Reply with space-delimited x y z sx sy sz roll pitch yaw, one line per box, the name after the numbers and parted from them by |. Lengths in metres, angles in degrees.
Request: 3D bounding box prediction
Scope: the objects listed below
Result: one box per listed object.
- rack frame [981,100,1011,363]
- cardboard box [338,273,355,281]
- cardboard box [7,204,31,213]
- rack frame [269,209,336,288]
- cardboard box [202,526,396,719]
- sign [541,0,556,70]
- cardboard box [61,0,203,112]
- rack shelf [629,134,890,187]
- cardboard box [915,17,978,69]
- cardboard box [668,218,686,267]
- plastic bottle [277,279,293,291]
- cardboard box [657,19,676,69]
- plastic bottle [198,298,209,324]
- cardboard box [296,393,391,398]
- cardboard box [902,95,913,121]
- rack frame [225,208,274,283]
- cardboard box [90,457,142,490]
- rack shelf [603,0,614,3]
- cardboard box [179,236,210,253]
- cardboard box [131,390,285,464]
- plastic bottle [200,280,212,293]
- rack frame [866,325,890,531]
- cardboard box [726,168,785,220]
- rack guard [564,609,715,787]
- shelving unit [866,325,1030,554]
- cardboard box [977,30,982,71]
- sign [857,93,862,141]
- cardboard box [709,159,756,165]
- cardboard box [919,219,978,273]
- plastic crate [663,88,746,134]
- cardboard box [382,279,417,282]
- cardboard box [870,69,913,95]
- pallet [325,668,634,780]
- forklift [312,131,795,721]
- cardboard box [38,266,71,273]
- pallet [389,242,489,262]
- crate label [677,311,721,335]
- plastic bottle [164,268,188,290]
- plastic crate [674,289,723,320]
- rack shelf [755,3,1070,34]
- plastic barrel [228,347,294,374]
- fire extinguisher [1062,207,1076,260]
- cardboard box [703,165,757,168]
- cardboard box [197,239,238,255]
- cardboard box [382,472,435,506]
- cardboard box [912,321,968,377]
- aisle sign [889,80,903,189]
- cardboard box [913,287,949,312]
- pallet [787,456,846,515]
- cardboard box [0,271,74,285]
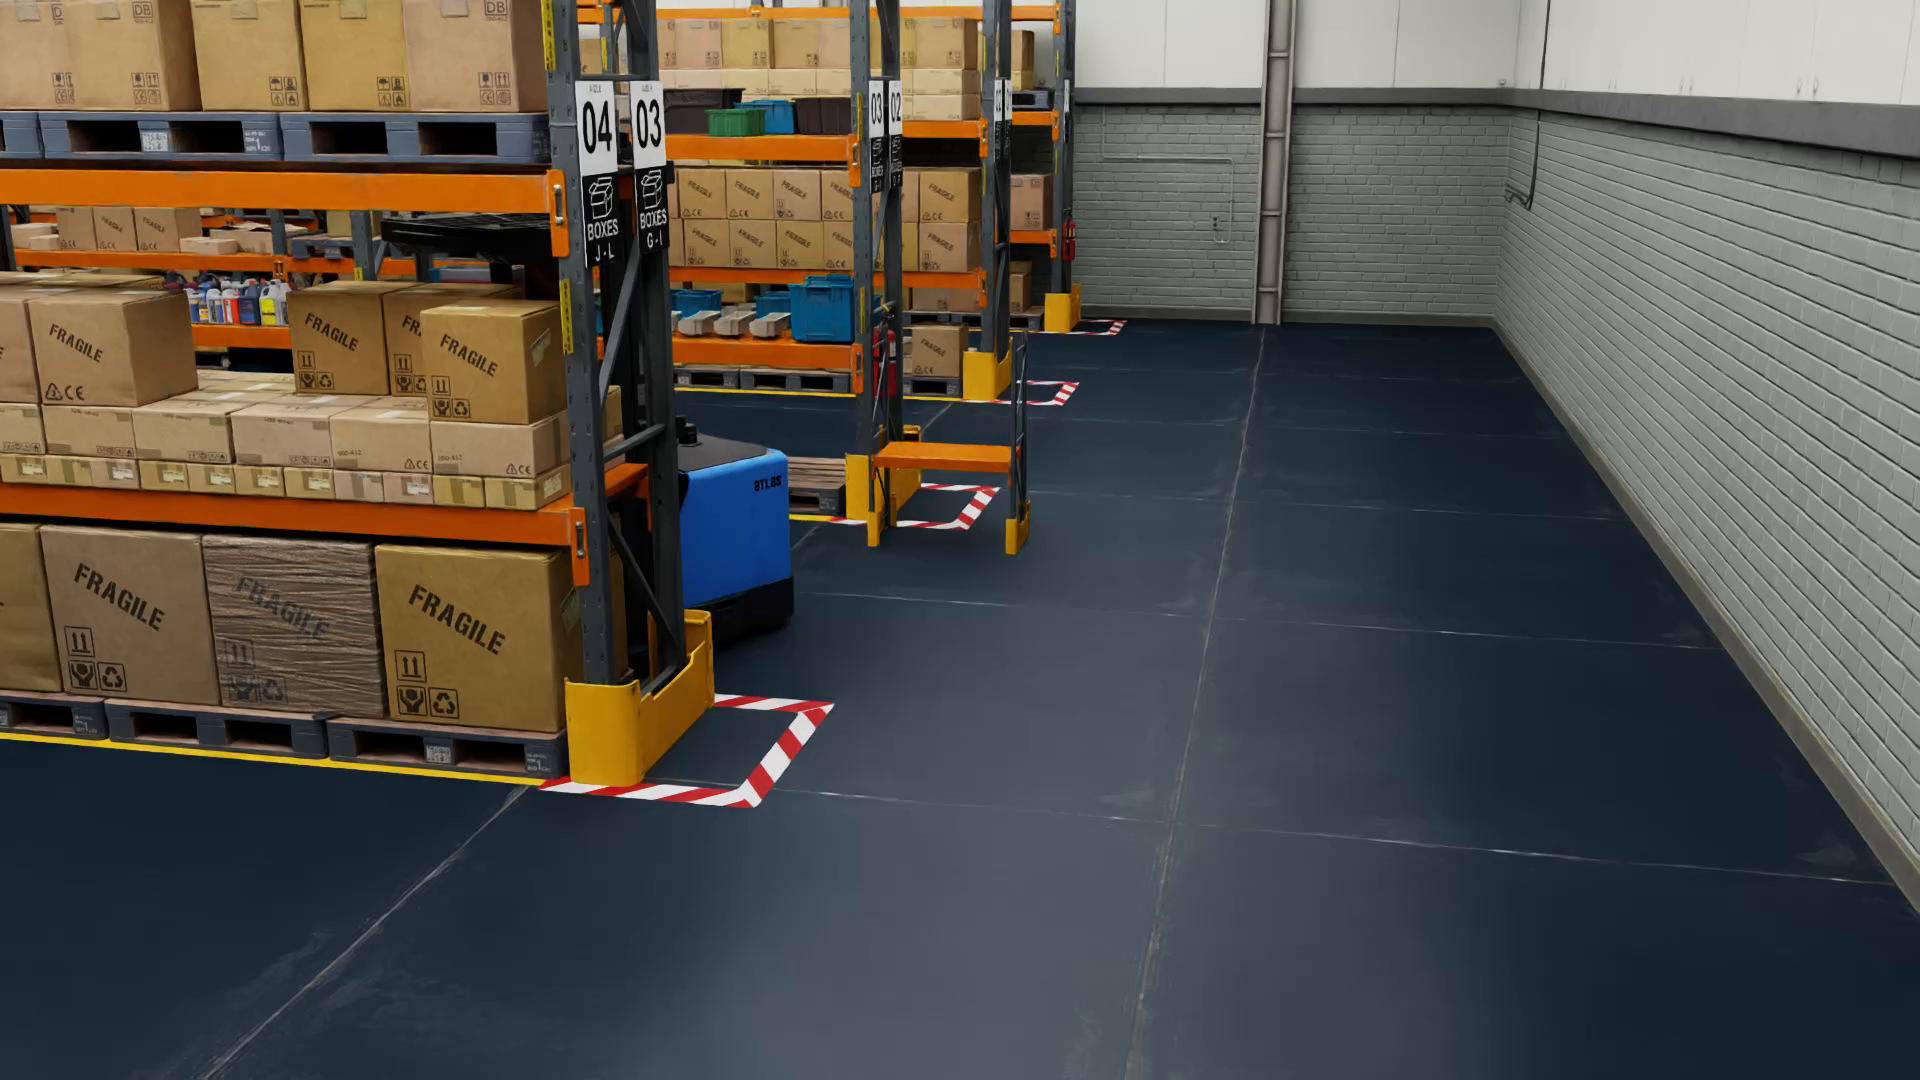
0.377 -3.037 17.336 0.127 3.000 1.000 3 16 11 | rack frame
-8.666 -3.892 24.281 0.500 0.500 0.700 3 16 12 | cardboard box
-13.904 -5.012 24.712 0.500 0.250 0.500 3 16 9 | cardboard box
-7.463 -3.462 18.873 0.127 3.000 1.000 3 16 11 | rack frame
-3.136 0.314 8.432 0.875 0.875 0.875 3 16 11 | cardboard box
-1.723 -2.139 6.964 0.005 0.325 0.100 3 16 11 | sign
-3.732 -2.282 7.831 0.500 0.500 0.700 4 16 14 | cardboard box
-2.574 -2.947 12.739 4.000 0.370 1.077 3 16 11 | rack shelf
-0.130 -5.036 16.872 0.500 0.500 0.700 3 16 11 | cardboard box
-3.098 -3.199 17.736 0.500 0.500 0.500 4 16 13 | cardboard box
-5.471 -1.931 13.438 0.185 0.351 0.144 3 16 11 | plastic bottle
-3.059 -5.209 17.500 0.500 0.500 0.700 3 16 11 | cardboard box
-6.087 -1.847 13.414 0.097 0.201 0.097 0 15 0 | plastic bottle
-3.020 -0.666 8.503 0.500 0.250 0.500 3 16 9 | cardboard box
-0.667 -4.398 16.912 0.500 0.250 0.500 3 16 11 | cardboard box
-10.399 -4.971 24.320 0.127 3.000 1.000 3 16 11 | rack frame
-4.027 -0.366 8.164 0.250 0.149 0.380 3 16 12 | cardboard box
-1.583 -5.686 17.016 4.000 0.370 1.077 3 16 11 | rack shelf
-8.724 -3.395 19.098 0.250 0.149 0.380 4 16 15 | cardboard box
-3.636 -0.554 8.096 0.500 0.250 0.500 3 16 11 | cardboard box
-6.374 -2.064 14.065 0.097 0.271 0.097 0 15 0 | plastic bottle
-0.582 -0.754 11.906 0.032 1.500 0.500 3 16 11 | rack frame
-2.128 -3.626 17.404 0.500 0.500 0.500 3 16 9 | cardboard box
-1.577 0.760 8.311 0.348 0.500 1.175 3 16 11 | rack guard
-0.075 -0.727 11.806 1.083 1.500 0.587 3 16 11 | shelving unit
0.101 -6.315 21.455 0.500 0.500 0.500 4 16 13 | cardboard box
-0.708 -2.992 11.750 0.005 0.325 0.100 3 16 11 | sign
-3.068 -5.066 22.476 0.500 0.250 0.500 4 16 12 | cardboard box
-0.116 -3.038 17.152 0.500 0.500 0.500 4 16 13 | cardboard box
-2.056 -3.310 12.820 0.767 0.338 0.504 3 16 11 | plastic crate
-6.443 -2.841 19.083 0.500 0.250 0.500 4 16 13 | cardboard box
-0.667 -4.638 16.843 0.500 0.250 0.500 3 16 11 | cardboard box
-2.400 0.876 8.434 1.213 0.211 1.003 3 16 11 | pallet
-2.356 -0.692 9.000 1.130 2.935 3.031 13 20 39 | forklift
-13.659 -4.040 25.170 0.500 0.311 0.500 1 16 5 | cardboard box
-5.556 -3.268 18.529 1.213 0.211 1.003 3 16 11 | pallet
-2.008 -1.667 12.772 0.243 0.136 0.396 3 16 11 | crate label
-6.704 -2.153 14.238 0.185 0.351 0.144 3 16 11 | plastic bottle
-2.080 -1.859 13.285 0.300 0.233 0.416 3 16 11 | plastic crate
-0.599 -6.791 21.748 4.000 0.370 1.077 3 16 11 | rack shelf
-5.757 -1.216 13.908 0.708 0.901 0.600 3 16 11 | plastic barrel
1.416 -3.987 21.611 0.183 0.674 0.296 3 16 11 | fire extinguisher
-2.493 -3.794 18.009 0.500 0.500 0.500 3 16 10 | cardboard box
-8.399 -3.317 18.818 0.250 0.149 0.380 3 16 11 | cardboard box
-2.517 -0.284 7.871 0.250 0.149 0.380 3 16 11 | cardboard box
-0.205 -2.009 17.483 0.500 0.500 0.500 3 16 11 | cardboard box
-0.484 -3.068 12.579 0.004 0.787 0.394 3 16 11 | aisle sign
-0.329 -3.395 22.525 0.500 0.500 0.700 3 16 9 | cardboard box
-1.414 -0.452 13.227 1.213 0.211 1.003 3 16 11 | pallet
-5.017 -1.136 8.794 0.500 0.500 0.500 4 16 13 | cardboard box
